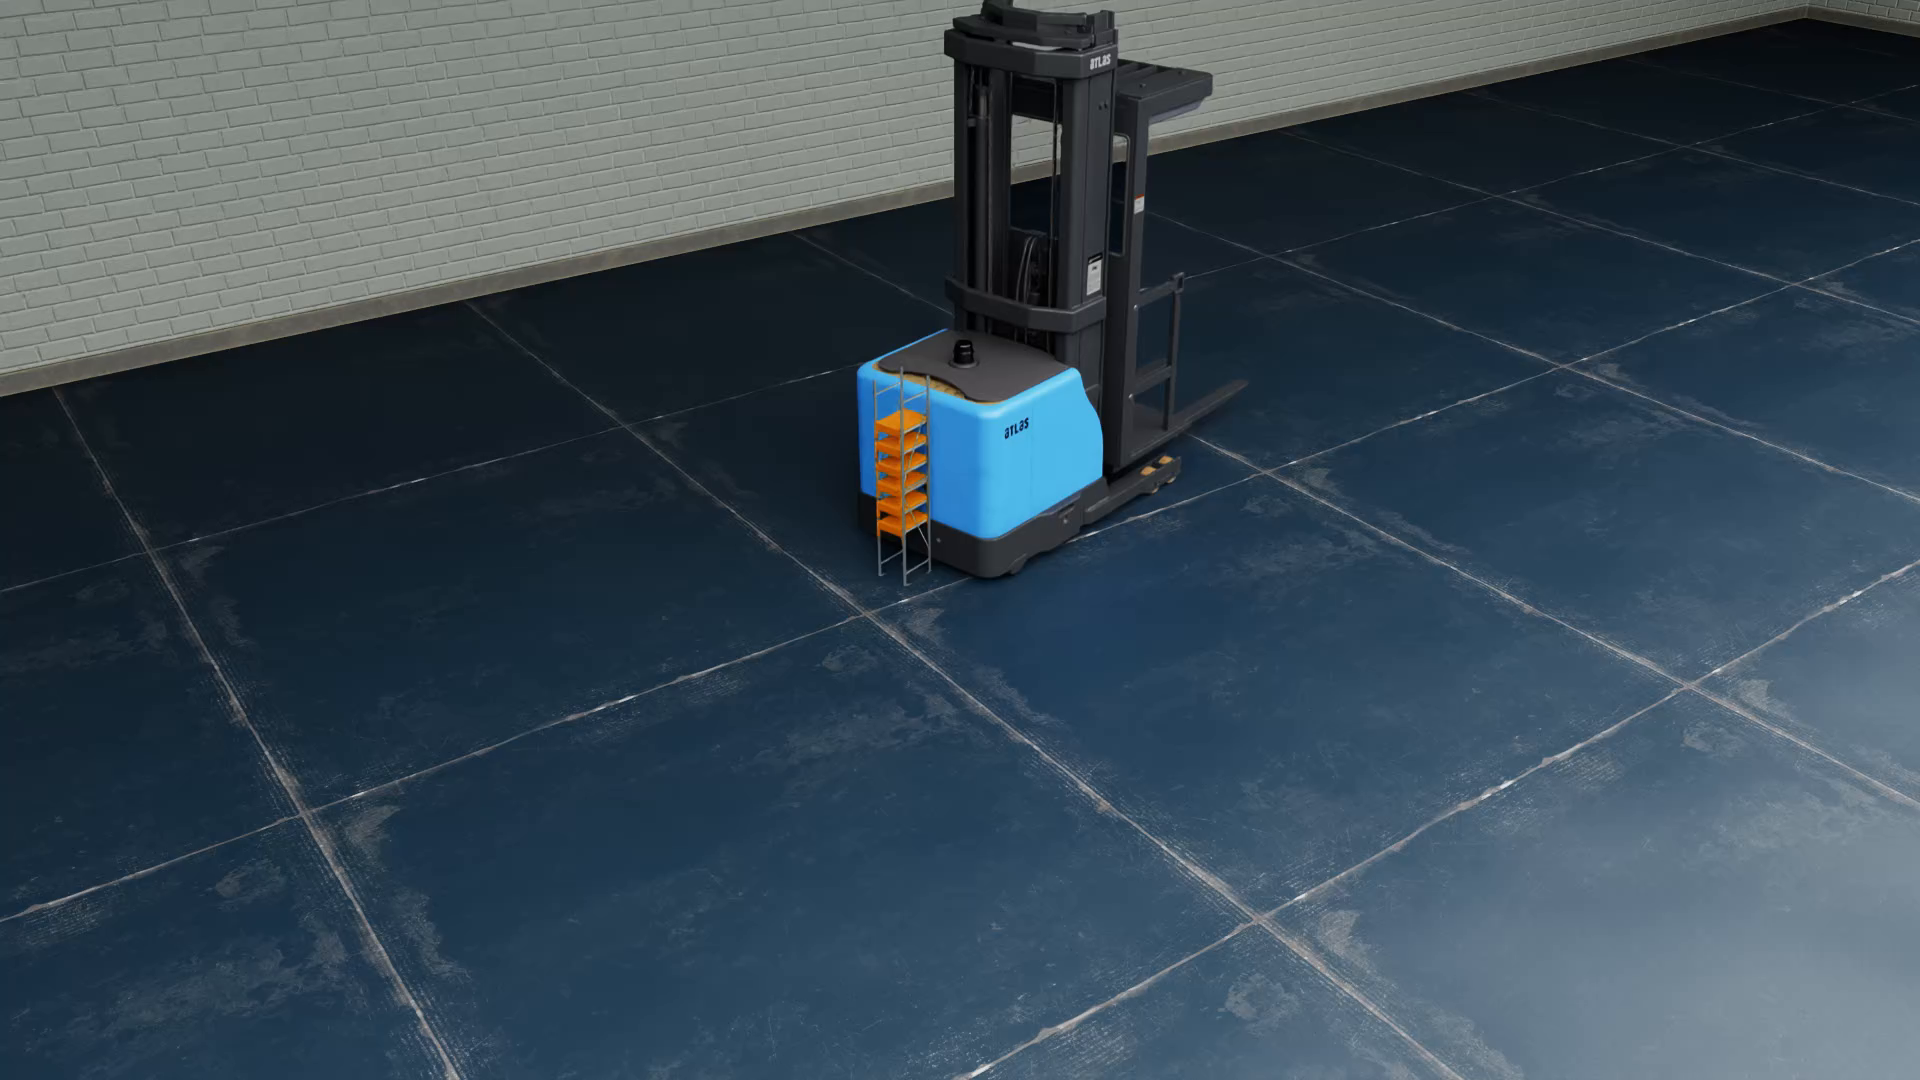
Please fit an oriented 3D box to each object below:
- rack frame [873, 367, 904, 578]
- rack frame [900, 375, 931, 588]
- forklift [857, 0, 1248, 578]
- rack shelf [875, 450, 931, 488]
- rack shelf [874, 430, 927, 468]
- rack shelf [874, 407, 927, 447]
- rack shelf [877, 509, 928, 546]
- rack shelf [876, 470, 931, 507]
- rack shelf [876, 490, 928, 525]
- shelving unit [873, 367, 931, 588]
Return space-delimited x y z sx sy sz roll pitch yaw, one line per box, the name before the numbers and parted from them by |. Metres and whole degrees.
rack frame | -0.383 -0.360 9.156 0.006 1.200 0.240 21 35 33
rack frame | -0.239 -0.306 9.056 0.006 1.200 0.240 21 35 33
forklift | 0.732 -1.710 9.827 1.130 2.935 3.031 22 35 34
rack shelf | -0.311 -0.400 9.070 0.180 0.103 0.258 21 35 33
rack shelf | -0.311 -0.505 9.013 0.180 0.103 0.258 21 35 33
rack shelf | -0.311 -0.610 8.956 0.180 0.103 0.258 21 35 33
rack shelf | -0.311 -0.083 9.242 0.180 0.103 0.258 21 35 33
rack shelf | -0.311 -0.294 9.127 0.180 0.103 0.258 21 35 33
rack shelf | -0.311 -0.189 9.185 0.180 0.103 0.258 21 35 33
shelving unit | -0.311 -0.333 9.106 0.189 1.200 0.258 21 35 33
